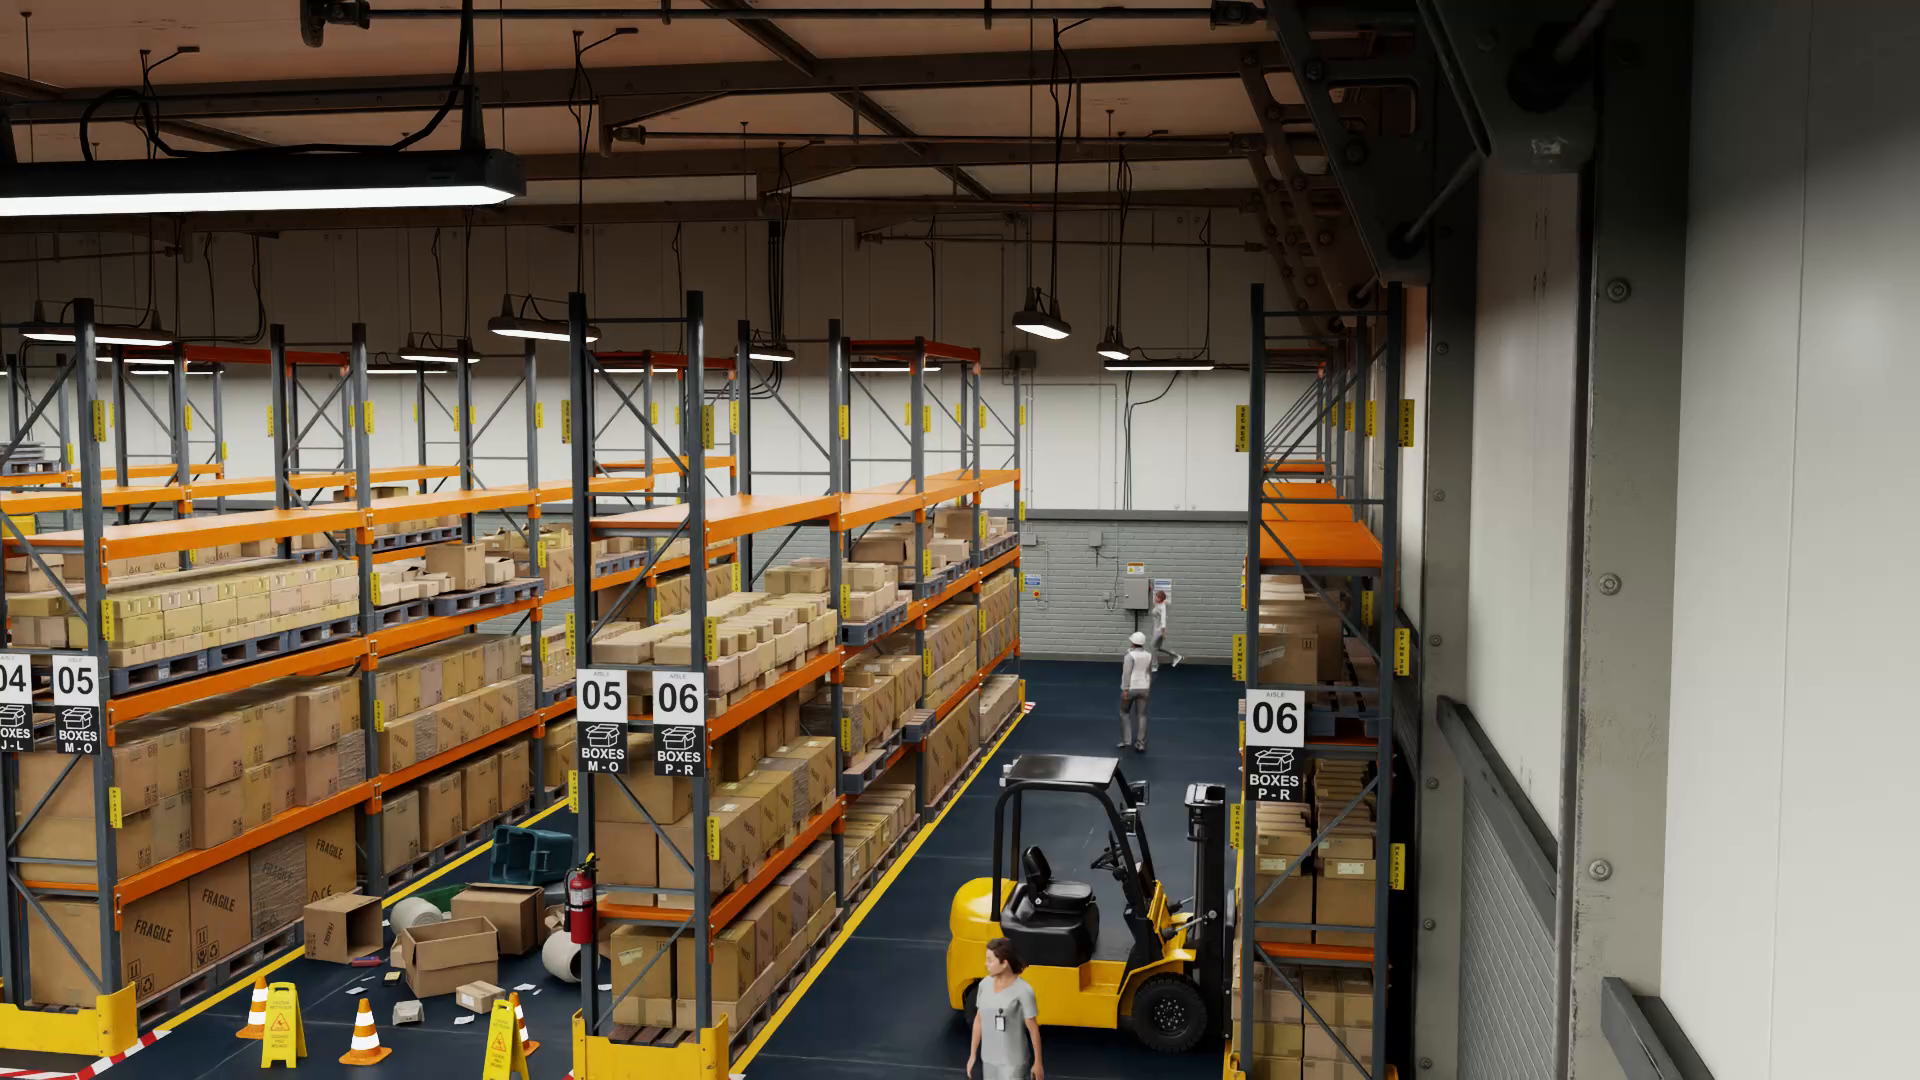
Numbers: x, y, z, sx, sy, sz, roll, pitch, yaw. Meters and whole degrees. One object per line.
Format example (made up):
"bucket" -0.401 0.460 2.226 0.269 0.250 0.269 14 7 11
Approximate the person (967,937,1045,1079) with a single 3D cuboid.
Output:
"person" 0.240 3.458 10.873 0.563 1.670 0.695 4 6 43

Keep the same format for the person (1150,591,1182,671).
"person" 3.944 1.766 32.322 0.755 1.568 0.399 0 5 4

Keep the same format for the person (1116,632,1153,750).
"person" 2.685 2.287 25.051 0.532 1.811 0.572 -1 5 -13
